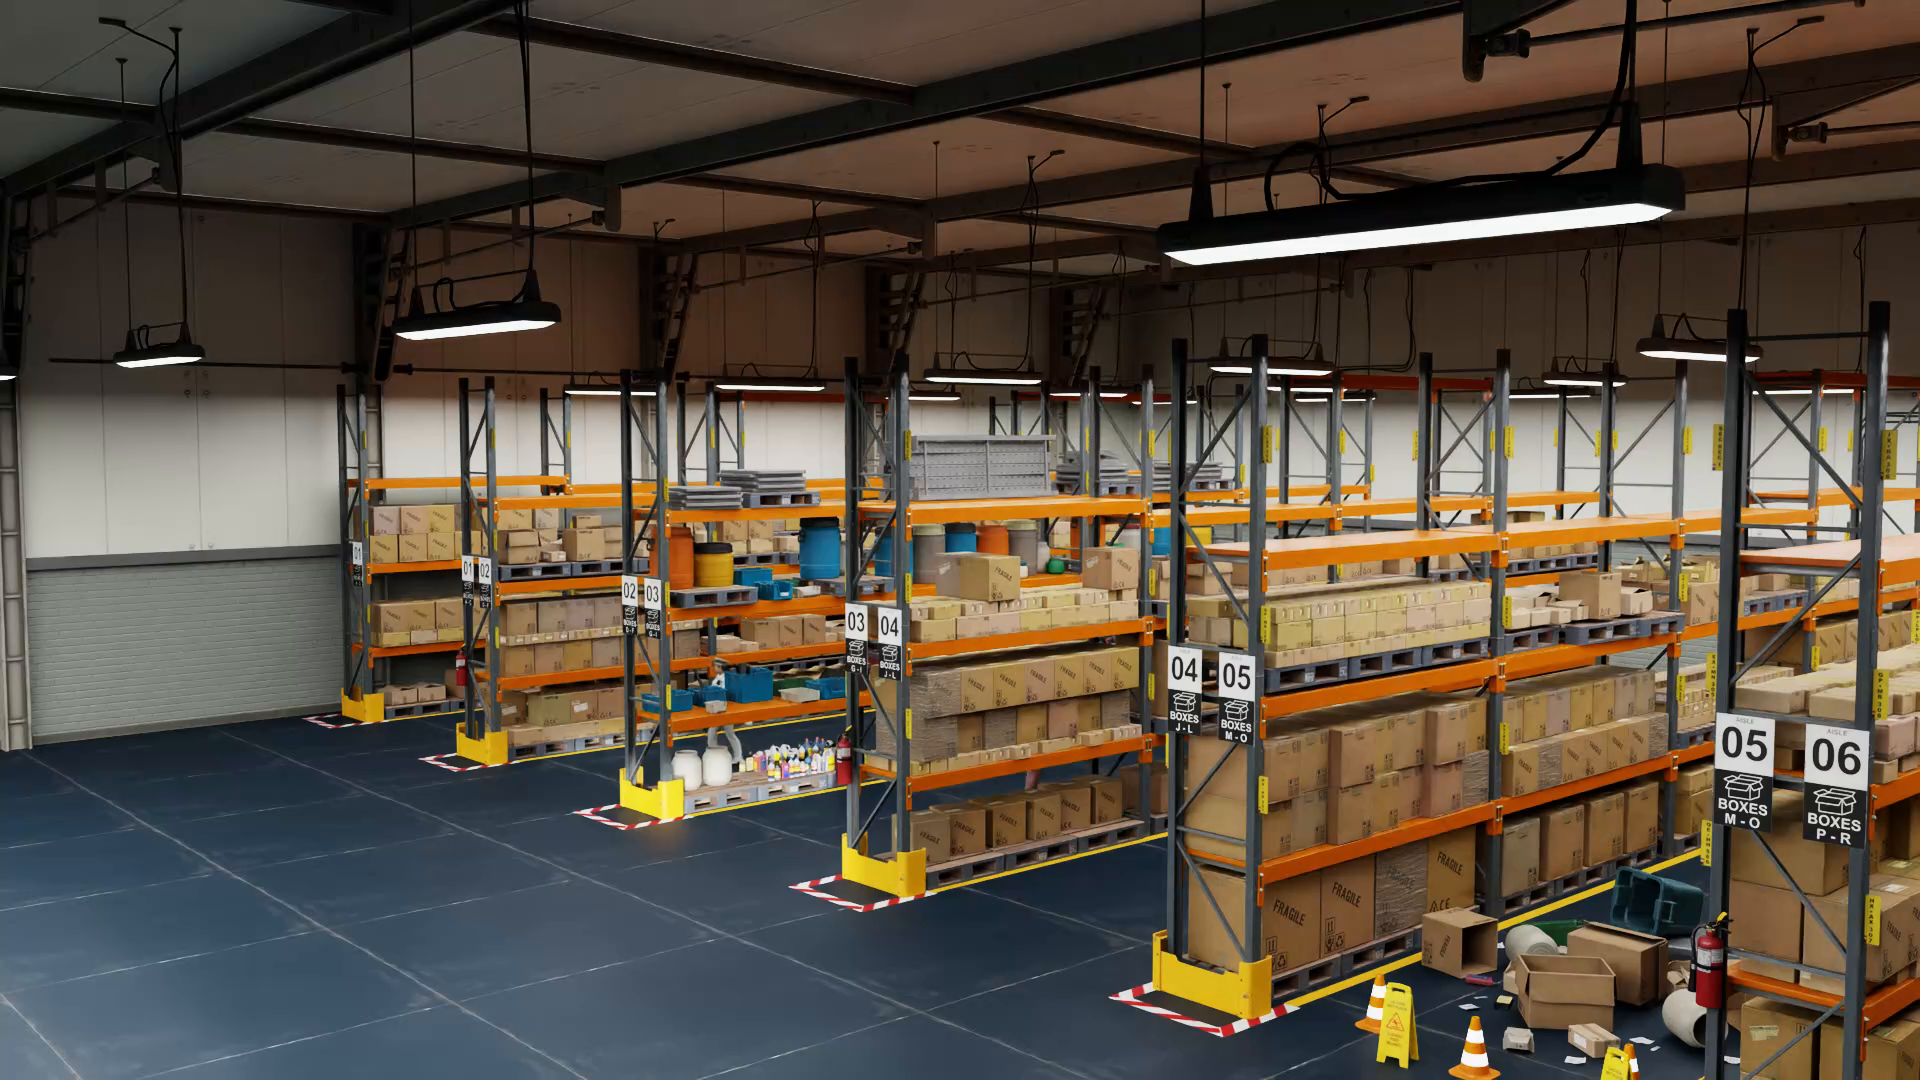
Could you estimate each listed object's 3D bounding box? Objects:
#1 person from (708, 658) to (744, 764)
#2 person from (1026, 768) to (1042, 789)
[{"bbox_3d":[-3.701,2.667,25.642,0.732,1.706,0.510,-3,5,-34],"label":"person"},{"bbox_3d":[1.024,2.857,22.590,0.441,1.687,0.500,2,4,32],"label":"person"}]
